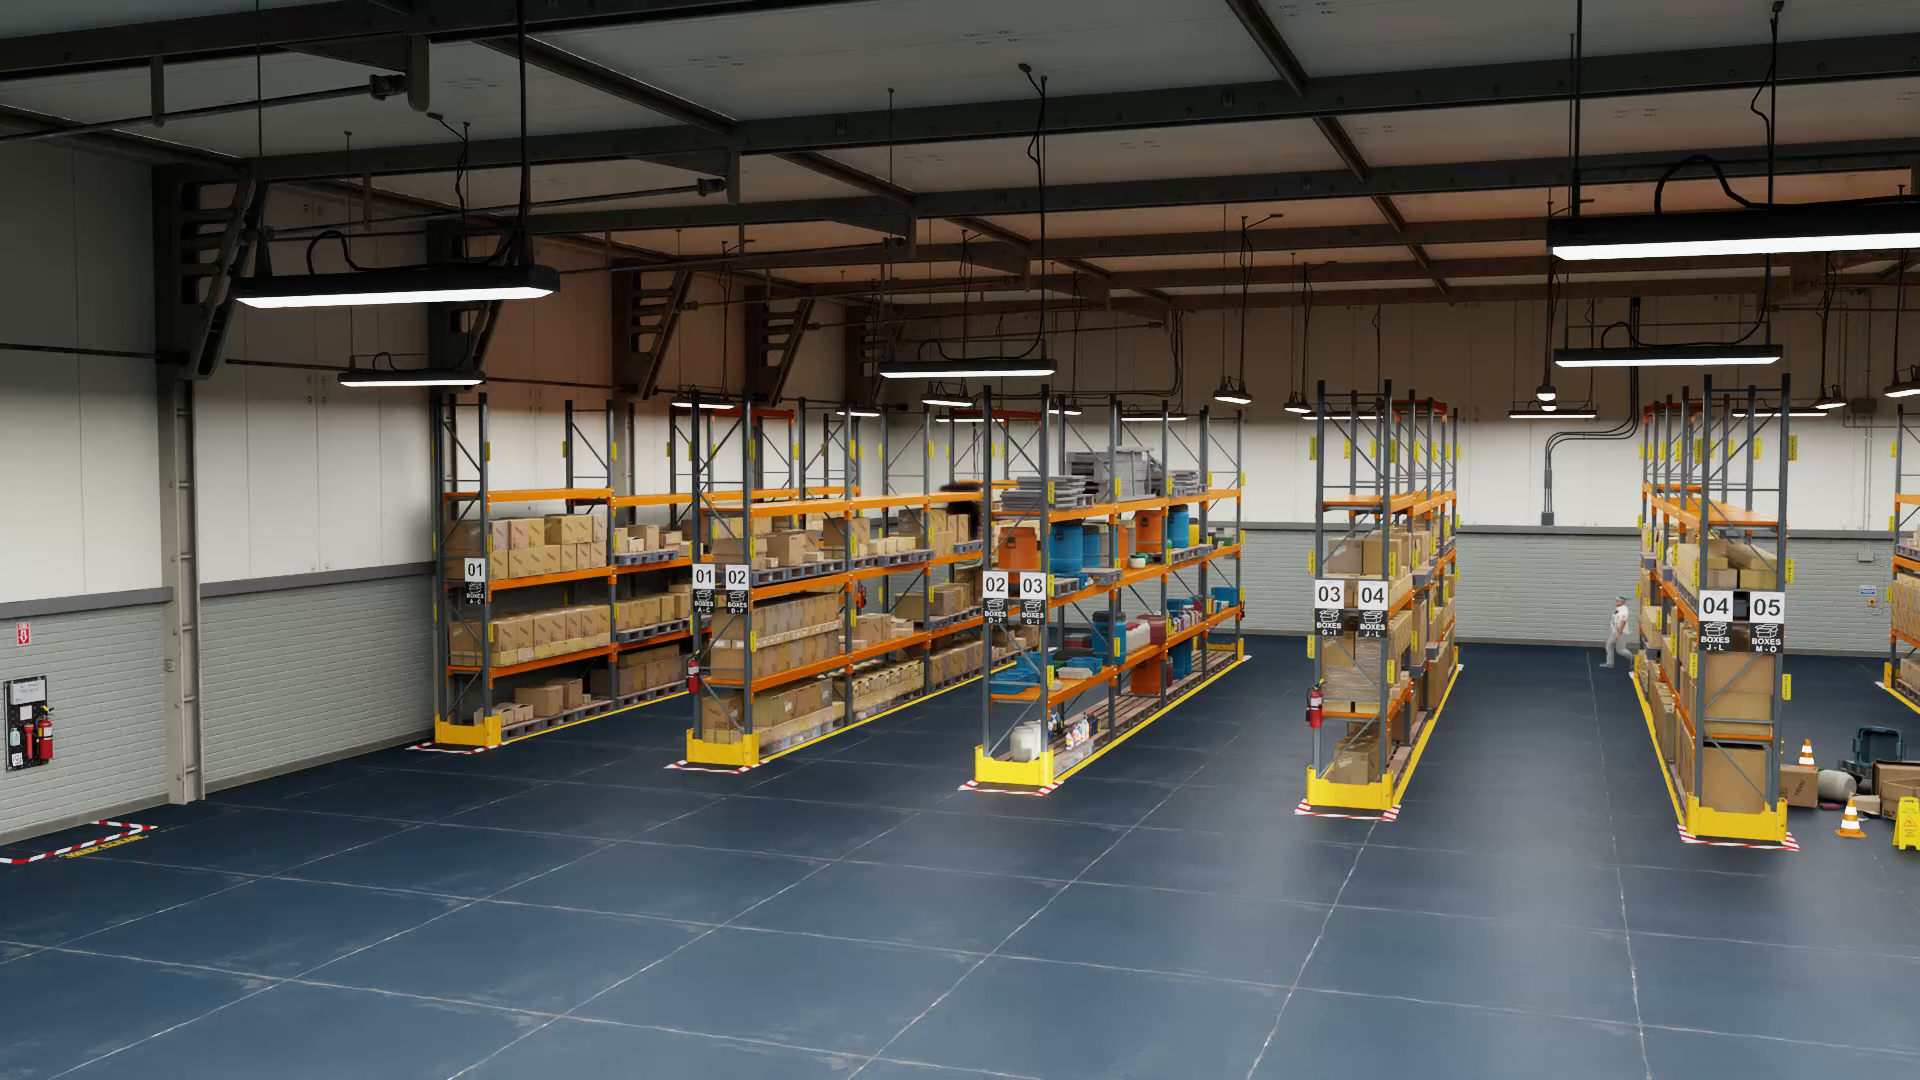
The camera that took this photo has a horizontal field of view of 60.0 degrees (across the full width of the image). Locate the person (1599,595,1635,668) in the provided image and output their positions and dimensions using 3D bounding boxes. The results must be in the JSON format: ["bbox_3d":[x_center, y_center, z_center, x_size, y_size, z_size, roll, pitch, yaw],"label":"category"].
[{"bbox_3d":[15.133,2.106,38.098,0.908,1.717,0.646,1,3,21],"label":"person"}]
